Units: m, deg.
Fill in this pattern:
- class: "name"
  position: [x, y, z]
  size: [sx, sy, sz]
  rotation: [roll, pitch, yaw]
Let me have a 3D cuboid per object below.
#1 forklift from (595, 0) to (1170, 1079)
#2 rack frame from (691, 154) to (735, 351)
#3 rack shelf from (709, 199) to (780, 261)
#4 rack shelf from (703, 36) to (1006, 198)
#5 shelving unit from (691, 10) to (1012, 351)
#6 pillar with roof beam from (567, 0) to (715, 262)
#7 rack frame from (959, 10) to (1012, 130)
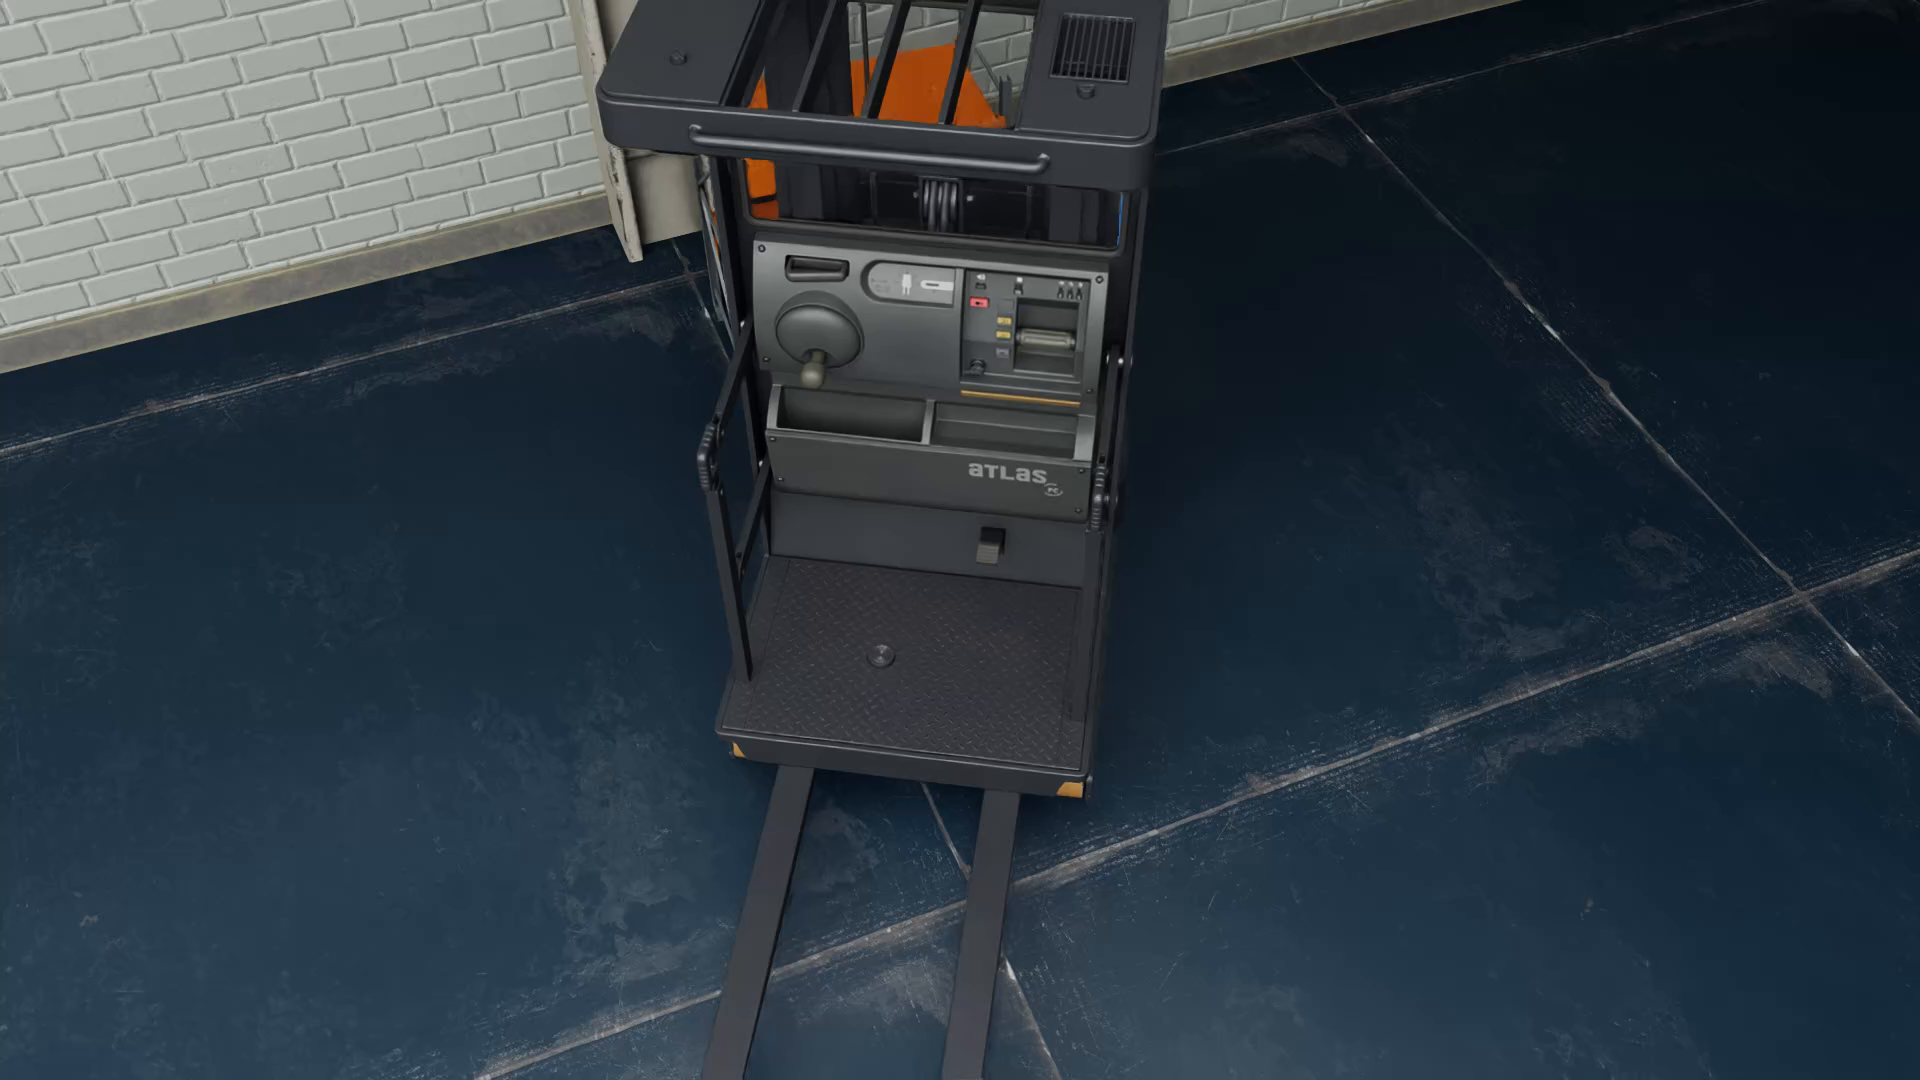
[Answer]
- class: "forklift"
  position: [-0.111, -0.466, 4.218]
  size: [1.130, 2.935, 3.031]
  rotation: [6, 50, 5]
- class: "rack frame"
  position: [-0.882, -1.122, 5.972]
  size: [0.032, 1.125, 0.500]
  rotation: [-14, 51, -12]
- class: "rack shelf"
  position: [-0.398, -1.081, 6.259]
  size: [1.000, 0.278, 0.538]
  rotation: [-14, 51, -12]
- class: "rack shelf"
  position: [-0.398, -1.431, 5.851]
  size: [1.000, 0.278, 0.538]
  rotation: [-14, 51, -12]
- class: "shelving unit"
  position: [-0.398, -1.240, 6.073]
  size: [1.048, 1.125, 0.538]
  rotation: [-14, 51, -12]
- class: "pillar with roof beam"
  position: [0.422, -1.192, 0.842]
  size: [0.400, 9.000, 9.100]
  rotation: [-17, 52, -14]
- class: "rack frame"
  position: [0.086, -1.358, 6.175]
  size: [0.032, 1.125, 0.500]
  rotation: [-14, 51, -12]
